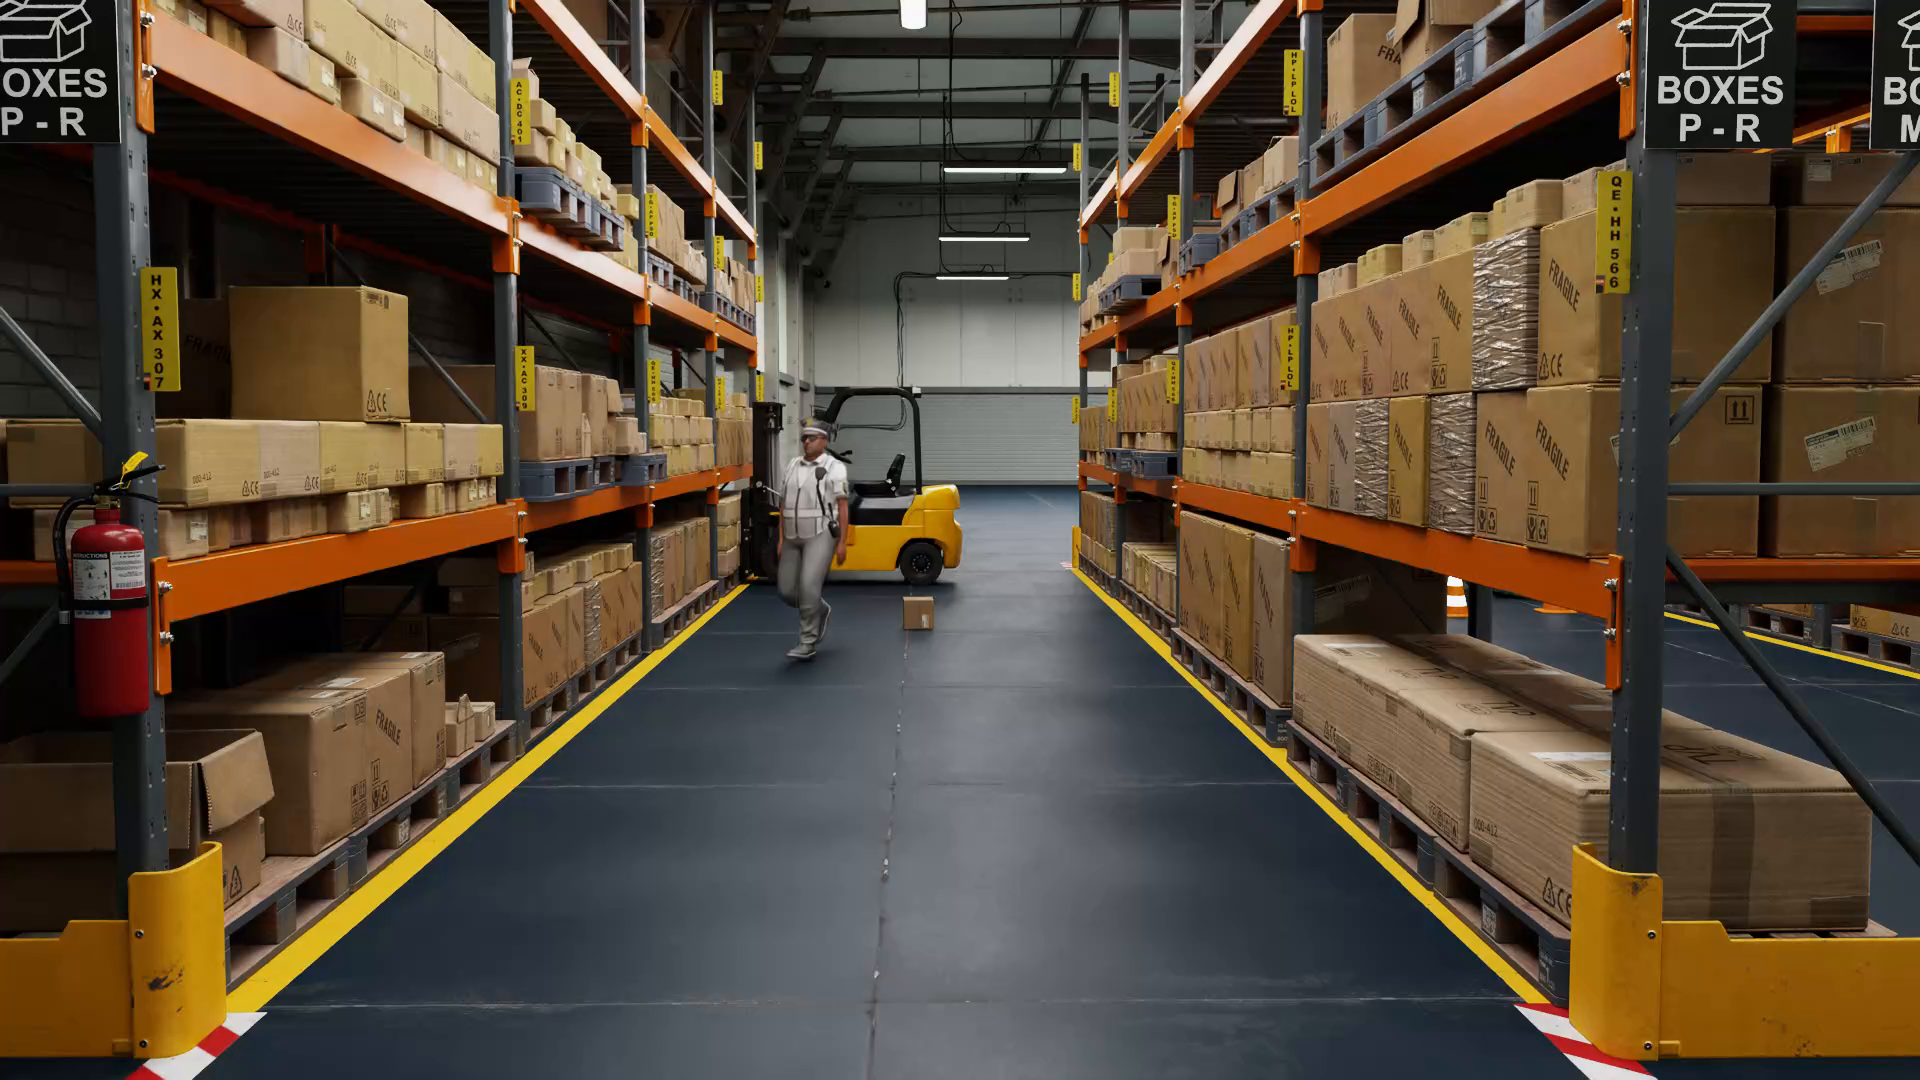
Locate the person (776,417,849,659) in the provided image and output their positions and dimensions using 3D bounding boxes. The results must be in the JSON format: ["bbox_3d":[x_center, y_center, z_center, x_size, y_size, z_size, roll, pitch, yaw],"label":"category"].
[{"bbox_3d":[-1.090,-0.031,12.254,0.545,1.740,0.771,2,4,29],"label":"person"}]
